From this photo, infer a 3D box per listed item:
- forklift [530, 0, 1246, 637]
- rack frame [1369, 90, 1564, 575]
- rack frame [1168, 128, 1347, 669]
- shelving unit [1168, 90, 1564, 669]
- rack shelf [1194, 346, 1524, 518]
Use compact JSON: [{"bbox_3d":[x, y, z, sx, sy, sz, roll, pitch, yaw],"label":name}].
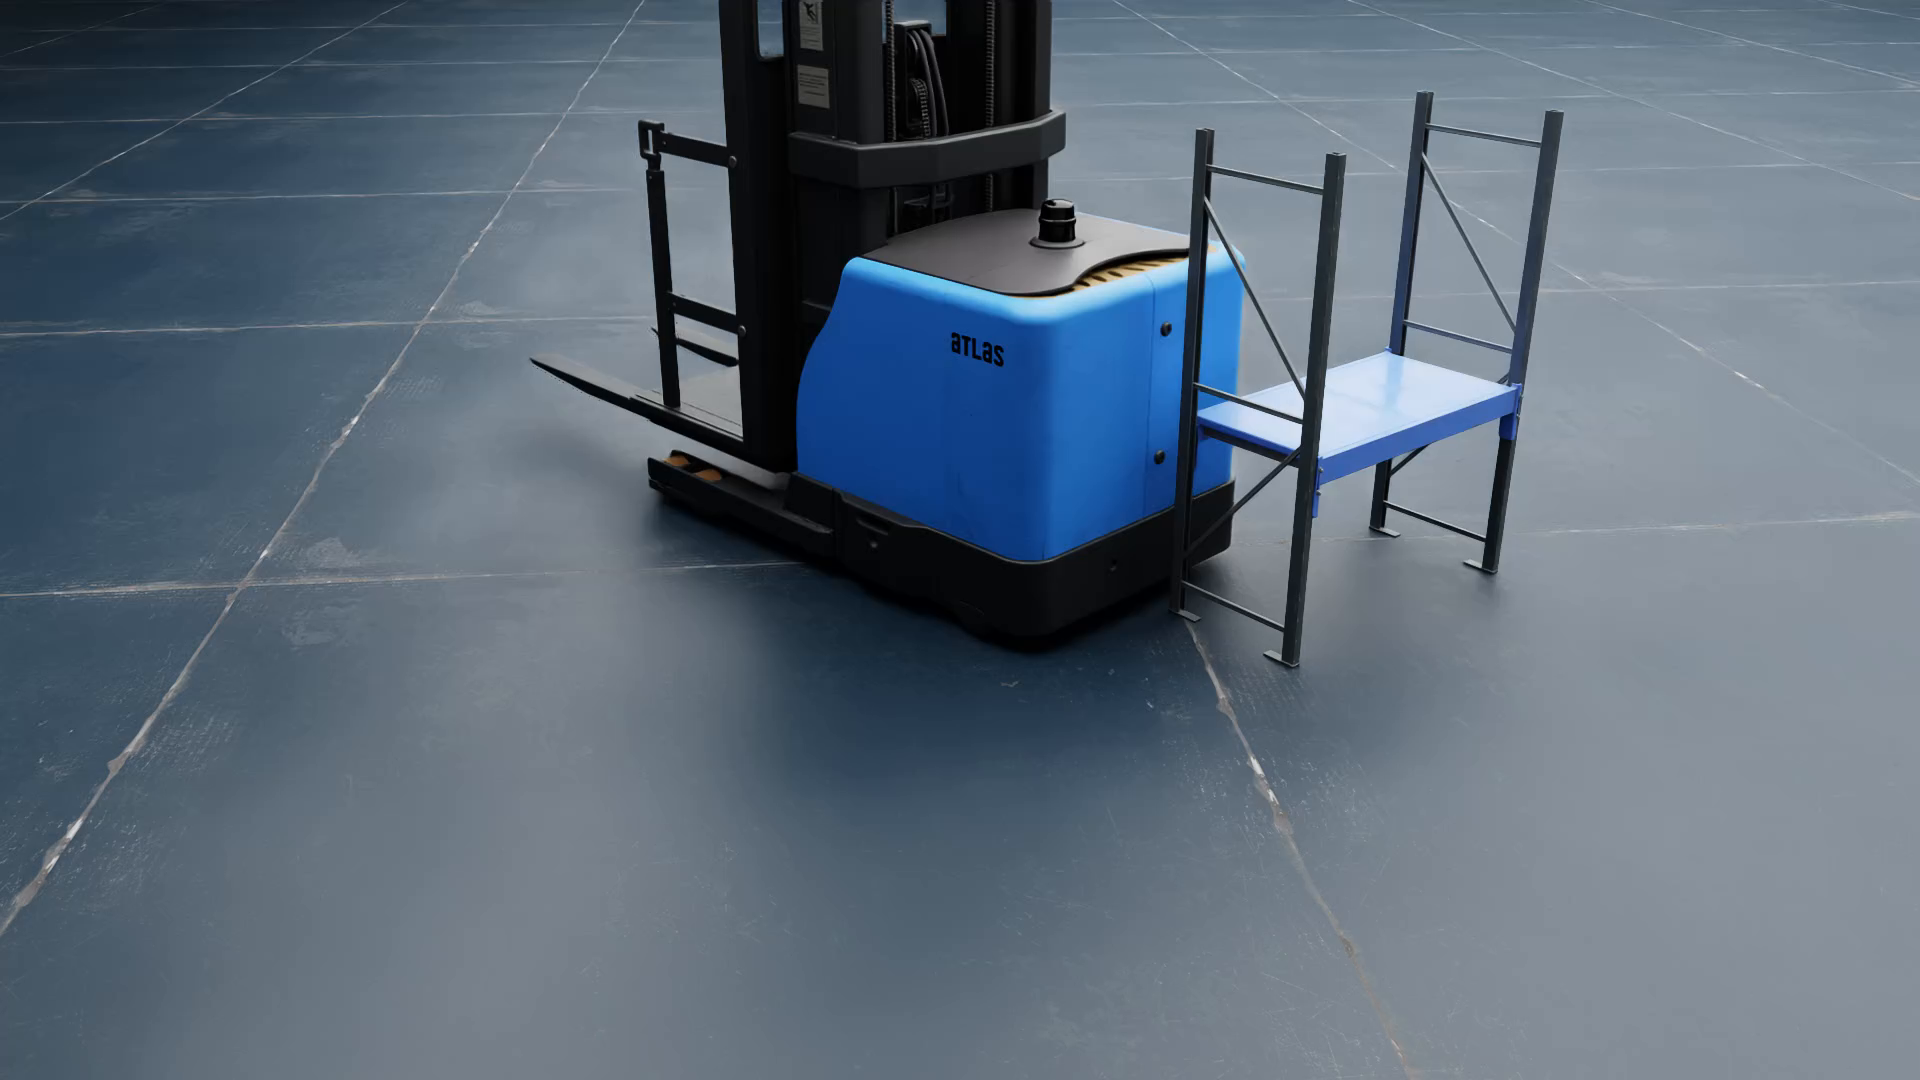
[{"bbox_3d":[-0.490,-1.555,5.639,1.130,2.935,3.031,-22,32,-40],"label":"forklift"},{"bbox_3d":[1.610,-0.653,5.372,0.032,1.500,0.500,-19,30,-36],"label":"rack frame"},{"bbox_3d":[0.830,-0.388,4.776,0.032,1.500,0.500,-19,30,-36],"label":"rack frame"},{"bbox_3d":[1.220,-0.520,5.074,1.048,1.500,0.538,-19,30,-36],"label":"shelving unit"},{"bbox_3d":[1.220,-0.356,5.147,1.000,0.185,0.538,-19,30,-36],"label":"rack shelf"}]
